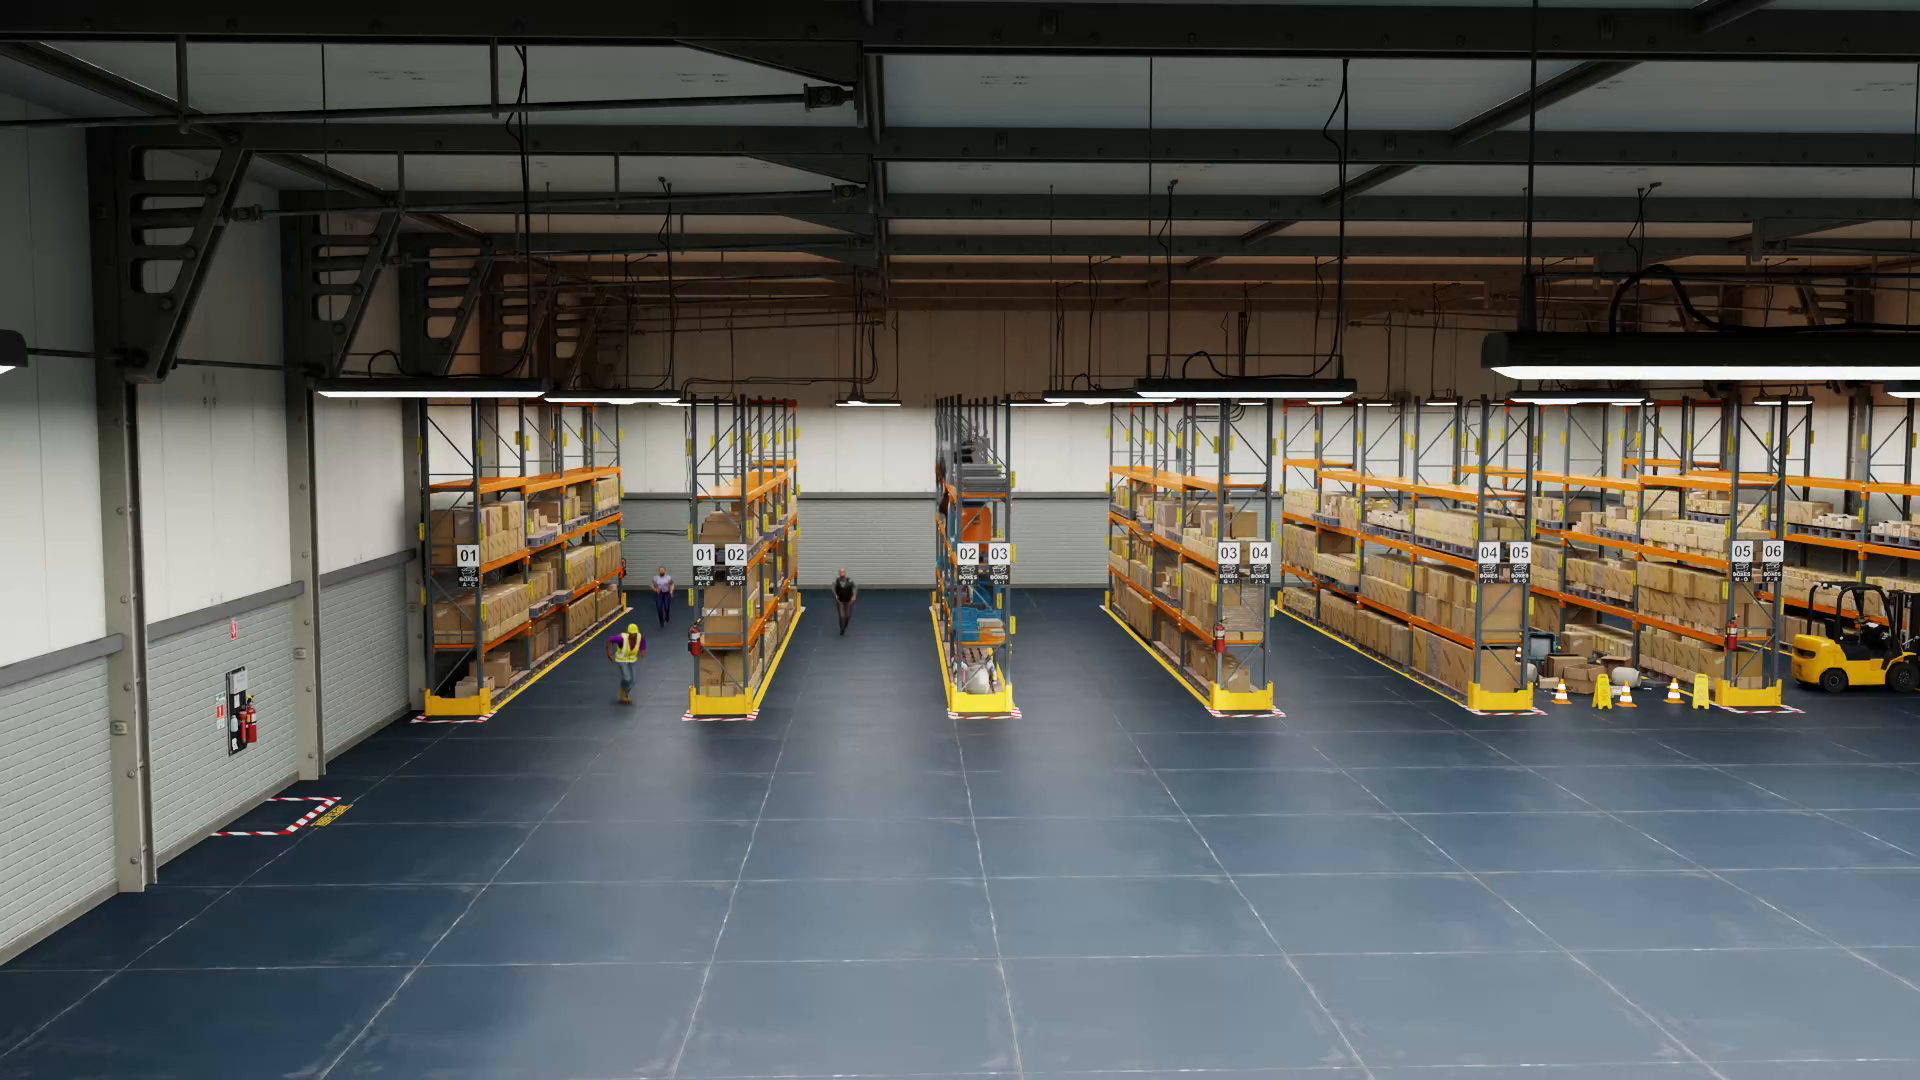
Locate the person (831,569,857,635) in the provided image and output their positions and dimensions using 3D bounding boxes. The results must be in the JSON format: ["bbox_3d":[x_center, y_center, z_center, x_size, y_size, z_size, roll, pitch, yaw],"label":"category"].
[{"bbox_3d":[-2.948,1.565,42.272,0.674,1.688,0.653,0,5,-4],"label":"person"}]

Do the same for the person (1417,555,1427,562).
[{"bbox_3d":[13.544,1.053,48.981,0.645,1.619,0.586,-1,5,-10],"label":"person"}]

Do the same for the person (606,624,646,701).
[{"bbox_3d":[-6.480,2.393,32.302,0.735,1.578,0.838,-3,5,-33],"label":"person"}]

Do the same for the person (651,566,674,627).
[{"bbox_3d":[-7.818,1.490,43.754,0.606,1.607,0.525,-1,5,-10],"label":"person"}]
